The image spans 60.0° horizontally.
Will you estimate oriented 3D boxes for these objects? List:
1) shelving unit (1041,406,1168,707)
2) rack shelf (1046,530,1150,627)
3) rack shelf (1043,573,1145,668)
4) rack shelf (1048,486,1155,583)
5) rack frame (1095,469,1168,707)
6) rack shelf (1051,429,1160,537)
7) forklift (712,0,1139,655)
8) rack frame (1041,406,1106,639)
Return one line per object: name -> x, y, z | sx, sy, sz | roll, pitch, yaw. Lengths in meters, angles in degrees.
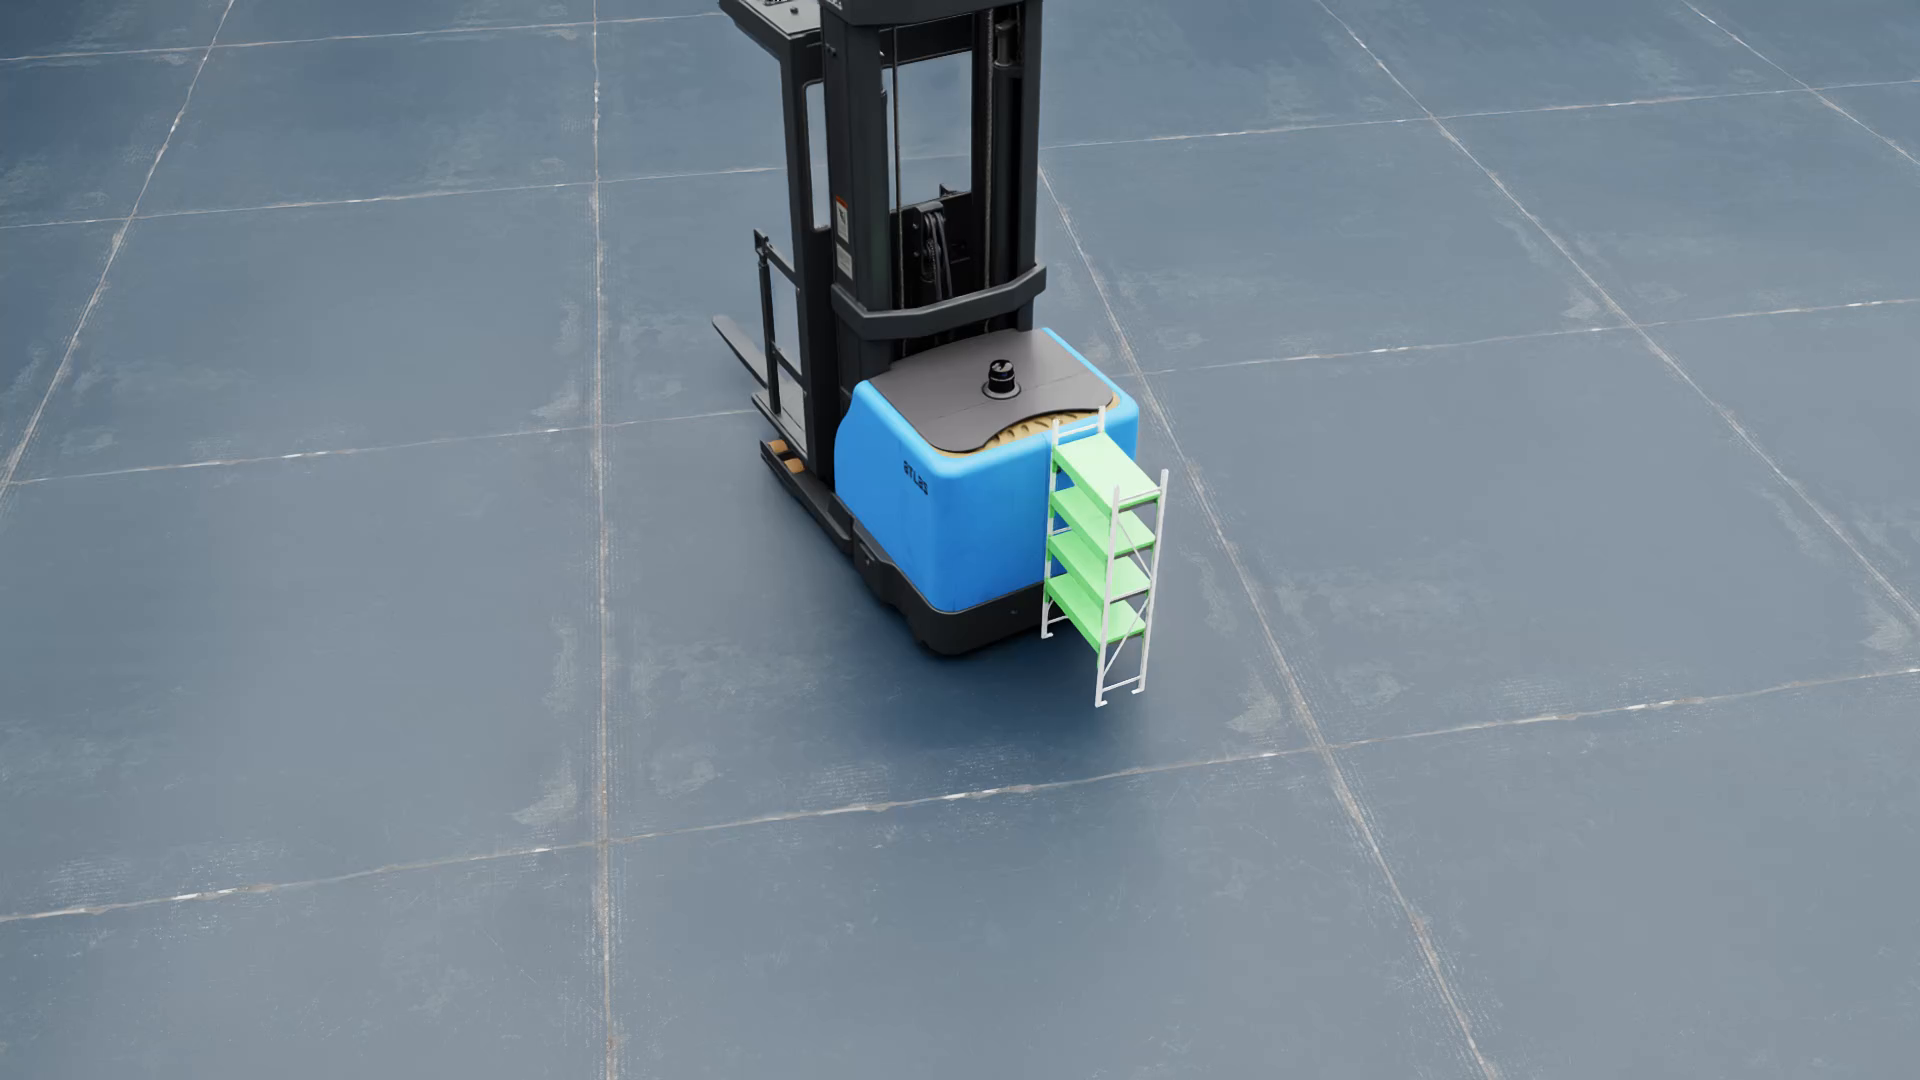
shelving unit -> 0.594, 0.085, 7.052 | 0.258, 1.200, 0.503 | -17, 42, -21
rack shelf -> 0.594, 0.135, 7.093 | 0.258, 0.148, 0.480 | -17, 42, -21
rack shelf -> 0.591, 0.321, 7.244 | 0.258, 0.148, 0.480 | -17, 42, -21
rack shelf -> 0.596, -0.051, 6.941 | 0.258, 0.148, 0.480 | -17, 42, -21
rack frame -> 0.703, 0.224, 6.884 | 0.240, 1.200, 0.015 | -17, 42, -21
rack shelf -> 0.599, -0.238, 6.790 | 0.258, 0.148, 0.480 | -17, 42, -21
forklift -> -0.371, -1.533, 7.734 | 1.130, 2.935, 3.031 | -19, 42, -23
rack frame -> 0.486, -0.053, 7.221 | 0.240, 1.200, 0.015 | -17, 42, -21
